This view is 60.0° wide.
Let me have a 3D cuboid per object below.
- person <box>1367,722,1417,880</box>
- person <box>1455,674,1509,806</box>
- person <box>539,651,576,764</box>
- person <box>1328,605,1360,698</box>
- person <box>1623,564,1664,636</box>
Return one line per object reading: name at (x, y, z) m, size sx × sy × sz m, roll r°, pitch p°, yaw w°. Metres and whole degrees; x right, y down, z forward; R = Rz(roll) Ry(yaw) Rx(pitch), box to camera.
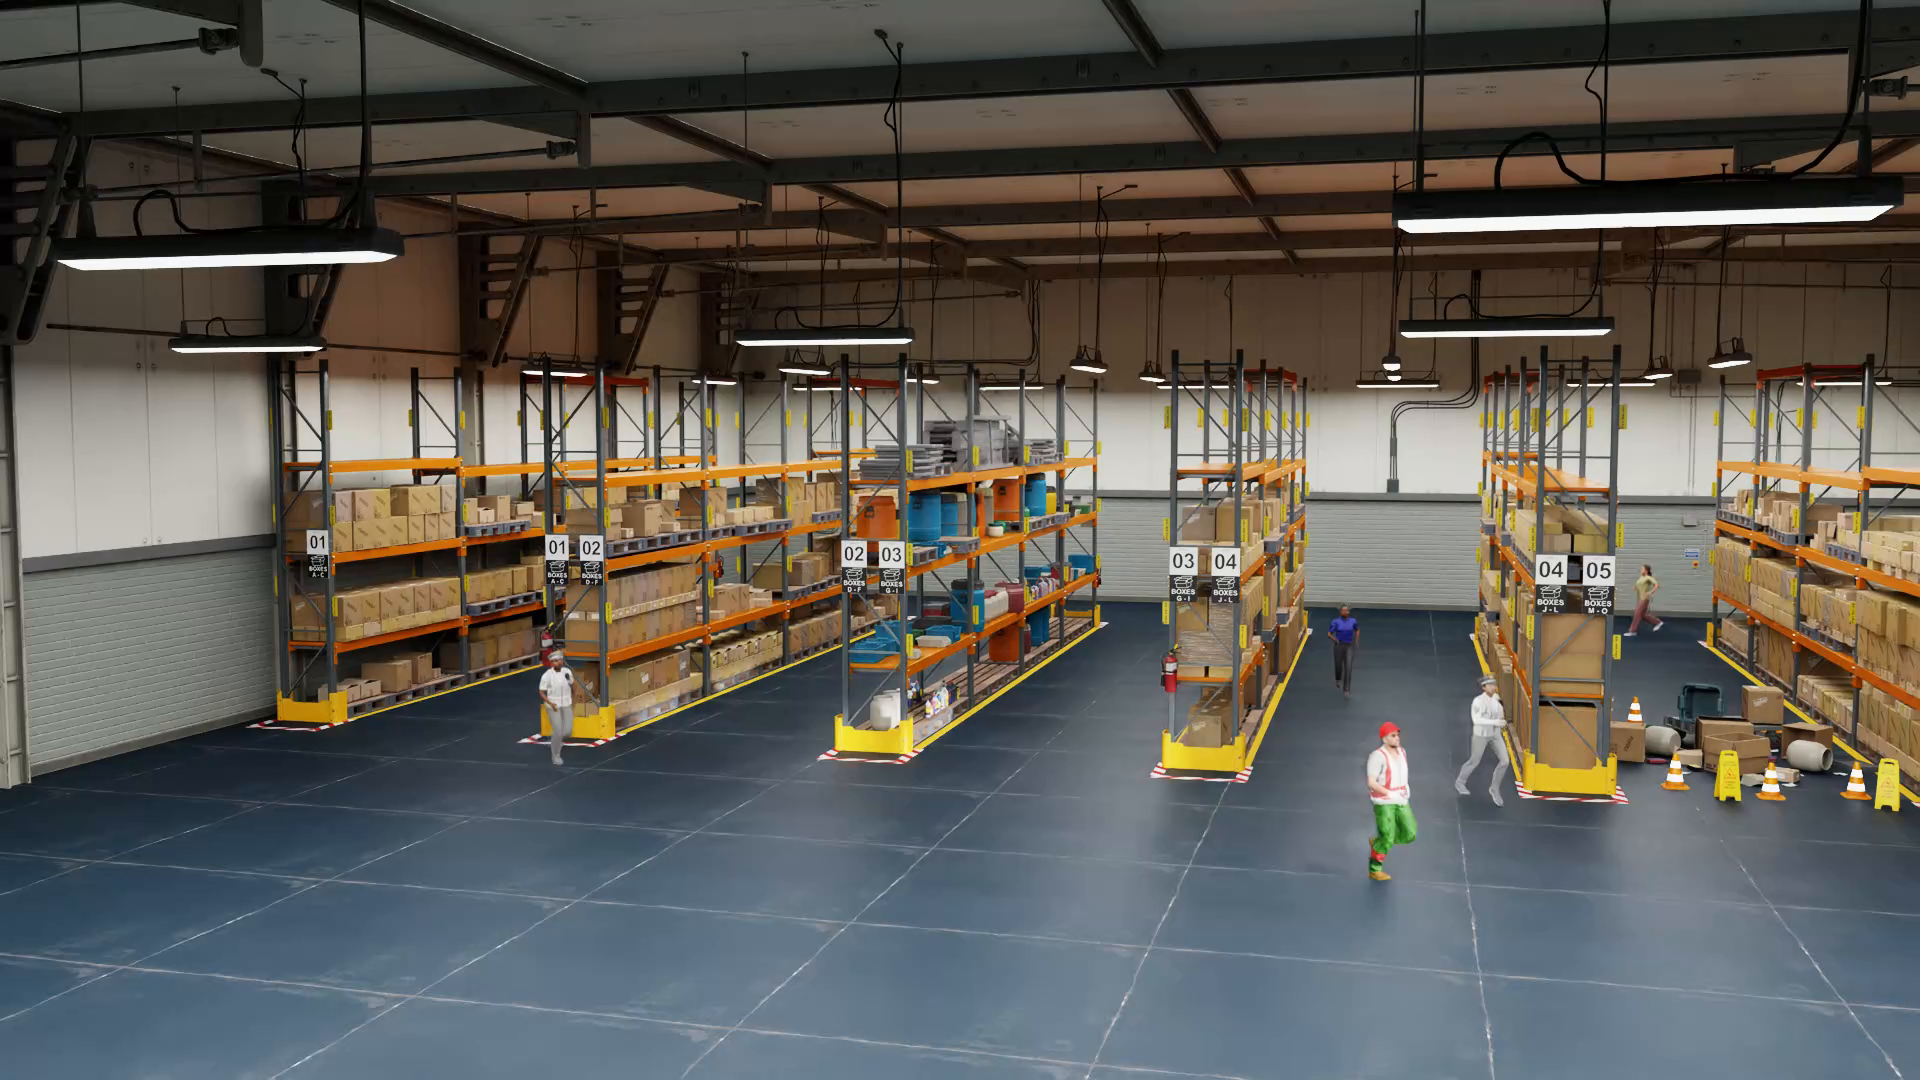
person at (4.690, 2.838, 18.013) m, size 0.699 × 1.742 × 0.656 m, roll -3°, pitch 5°, yaw -33°
person at (6.908, 2.596, 21.818) m, size 0.624 × 1.718 × 0.864 m, roll -2°, pitch 4°, yaw -21°
person at (-5.867, 2.440, 24.323) m, size 0.593 × 1.670 × 0.567 m, roll -3°, pitch 5°, yaw -35°
person at (6.990, 1.997, 30.262) m, size 0.597 × 1.652 × 0.898 m, roll 1°, pitch 4°, yaw 7°
person at (15.824, 1.395, 38.448) m, size 0.940 × 1.663 × 0.579 m, roll 0°, pitch 4°, yaw 0°
